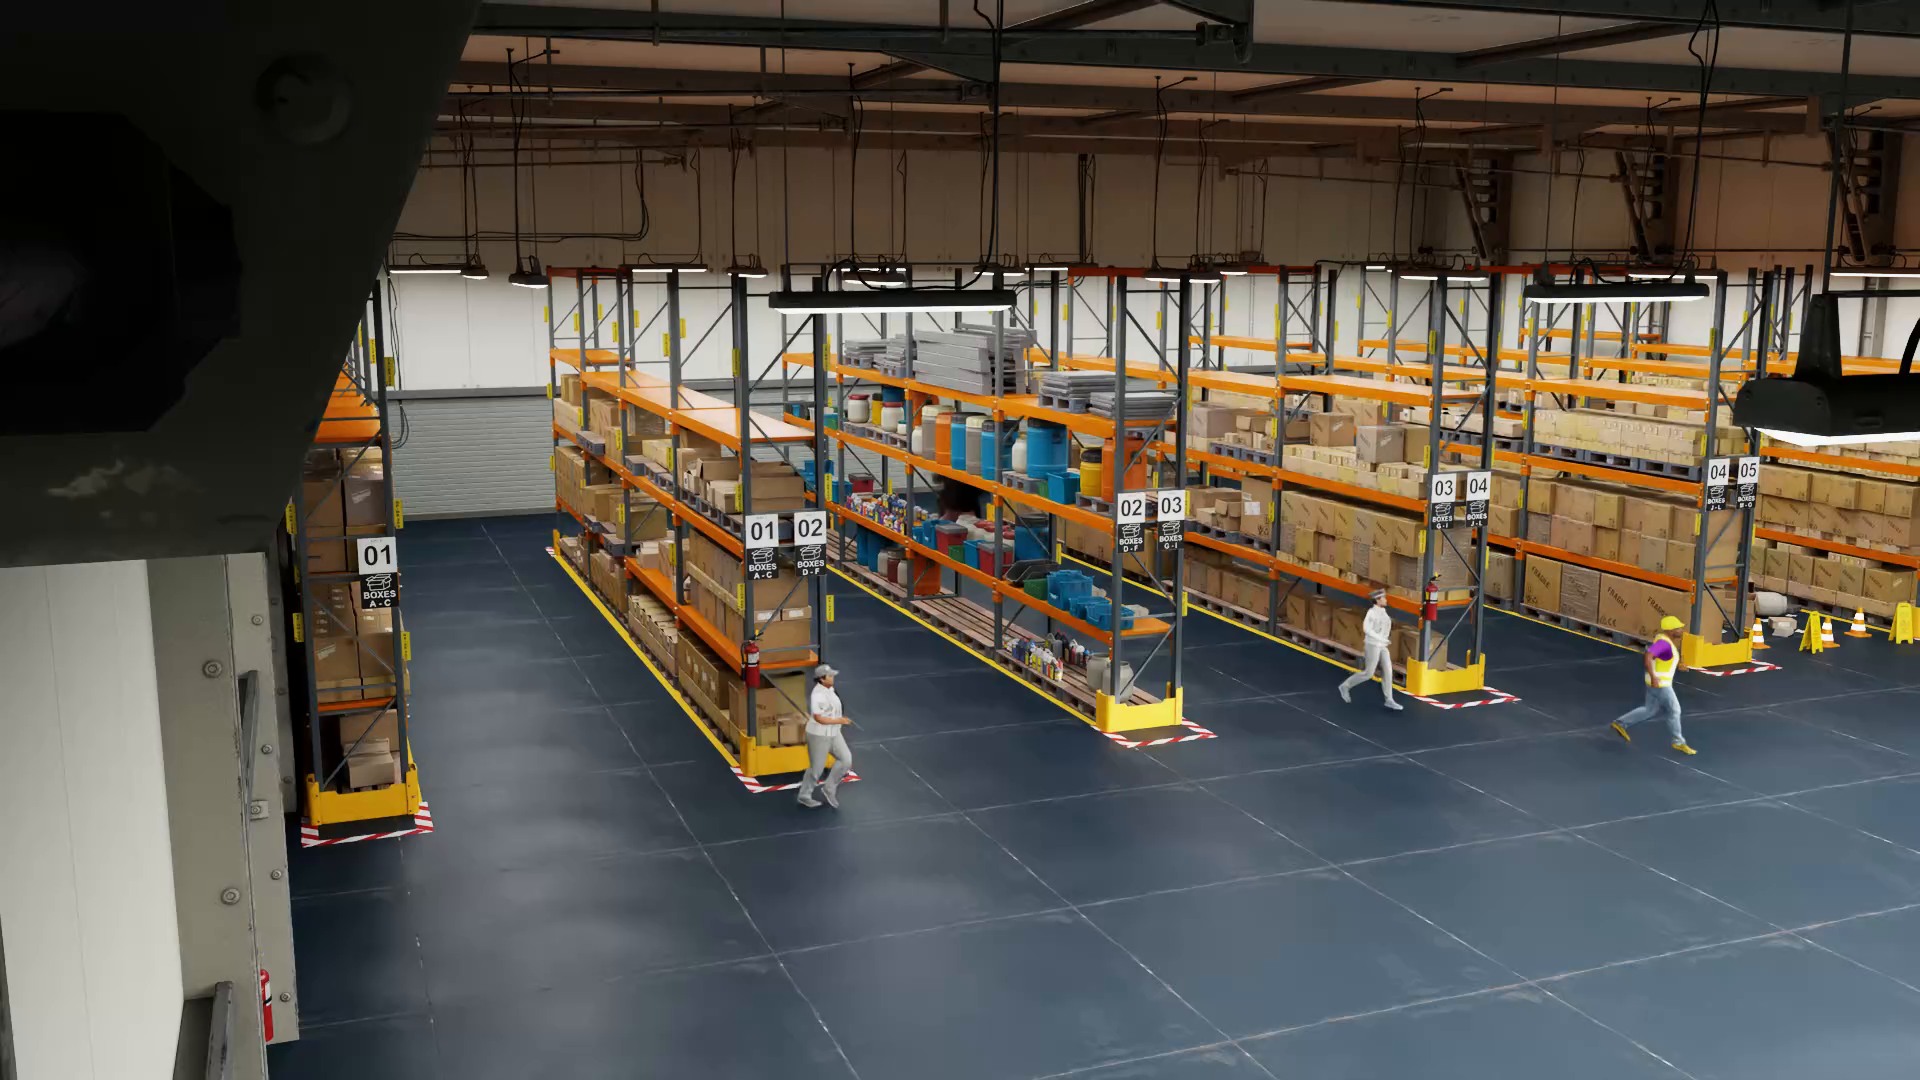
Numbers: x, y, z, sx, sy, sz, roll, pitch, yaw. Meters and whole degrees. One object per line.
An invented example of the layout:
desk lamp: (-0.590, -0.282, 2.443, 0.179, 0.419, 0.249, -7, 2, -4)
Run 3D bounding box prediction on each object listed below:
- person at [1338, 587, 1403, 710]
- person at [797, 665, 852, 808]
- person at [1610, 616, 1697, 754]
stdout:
person: (5.835, 1.482, 23.282, 0.920, 1.657, 0.685, 6, 12, 31)
person: (-1.528, 2.259, 19.020, 0.663, 1.683, 0.589, 3, 10, 18)
person: (8.856, 1.824, 21.106, 1.040, 1.765, 0.727, 3, 10, 17)
